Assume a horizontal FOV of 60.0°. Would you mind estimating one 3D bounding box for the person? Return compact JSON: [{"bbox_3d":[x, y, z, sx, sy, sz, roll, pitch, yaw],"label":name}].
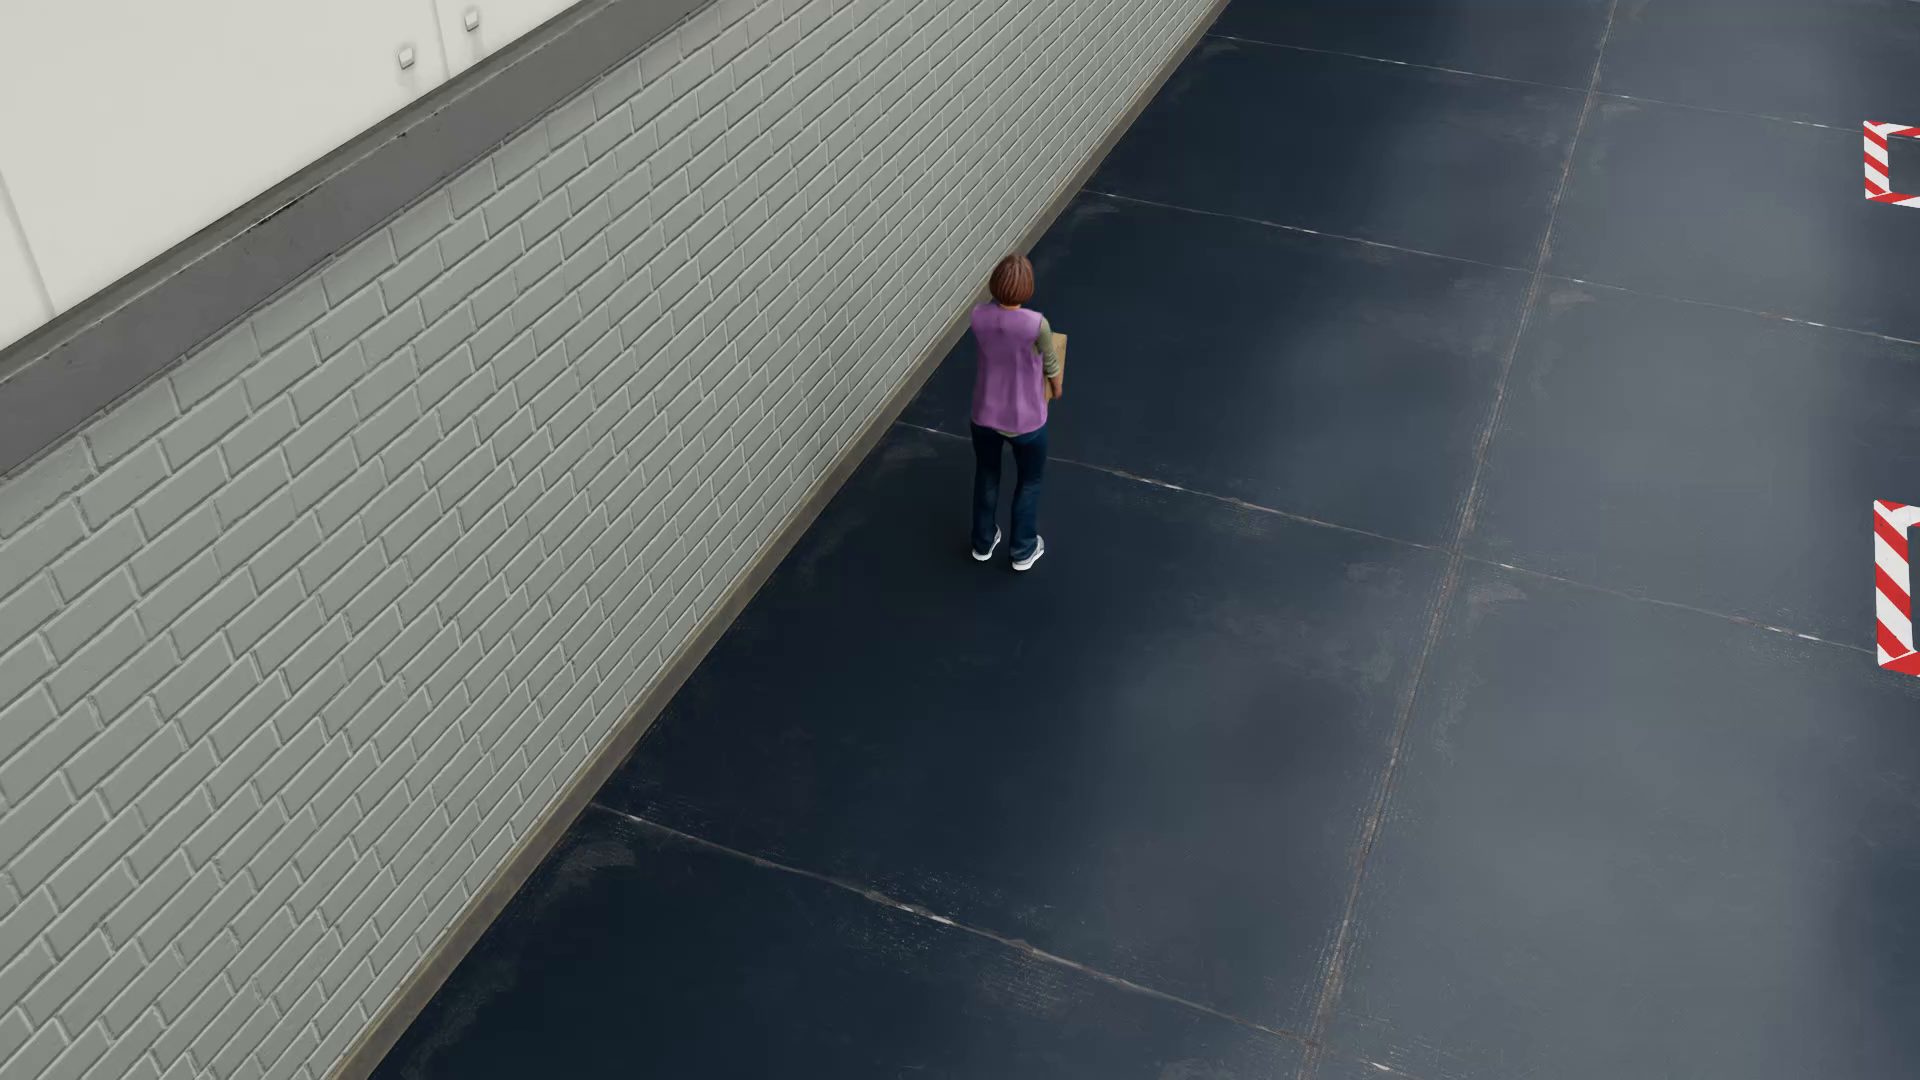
[{"bbox_3d":[0.249,-0.601,7.600,0.375,1.596,0.507,14,40,17],"label":"person"}]
